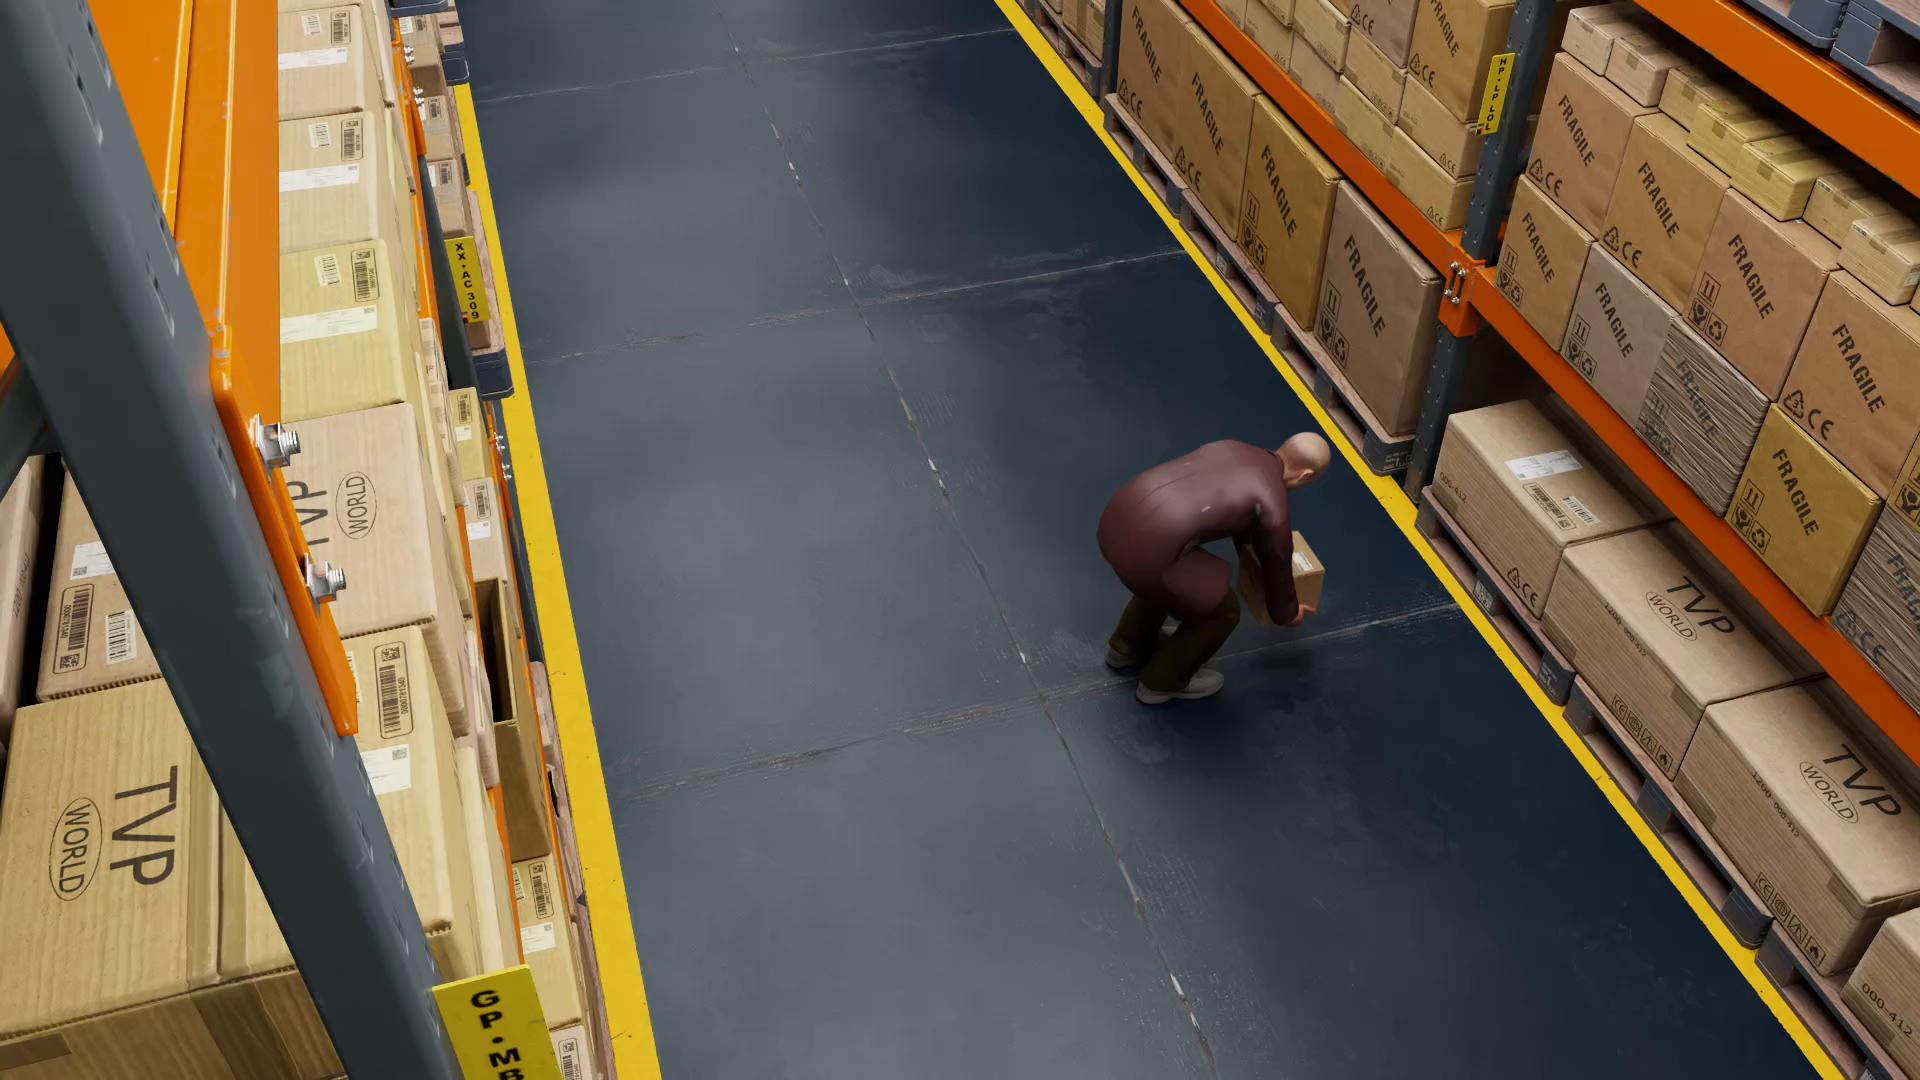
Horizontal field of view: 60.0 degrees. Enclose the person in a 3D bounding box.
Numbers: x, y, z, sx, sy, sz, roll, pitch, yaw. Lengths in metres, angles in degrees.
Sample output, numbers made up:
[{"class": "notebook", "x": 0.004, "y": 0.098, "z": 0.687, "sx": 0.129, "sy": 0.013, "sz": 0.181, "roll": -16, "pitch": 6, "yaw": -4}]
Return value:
[{"class": "person", "x": 0.982, "y": 0.116, "z": 6.580, "sx": 0.941, "sy": 1.079, "sz": 0.585, "roll": -14, "pitch": 43, "yaw": -15}]
